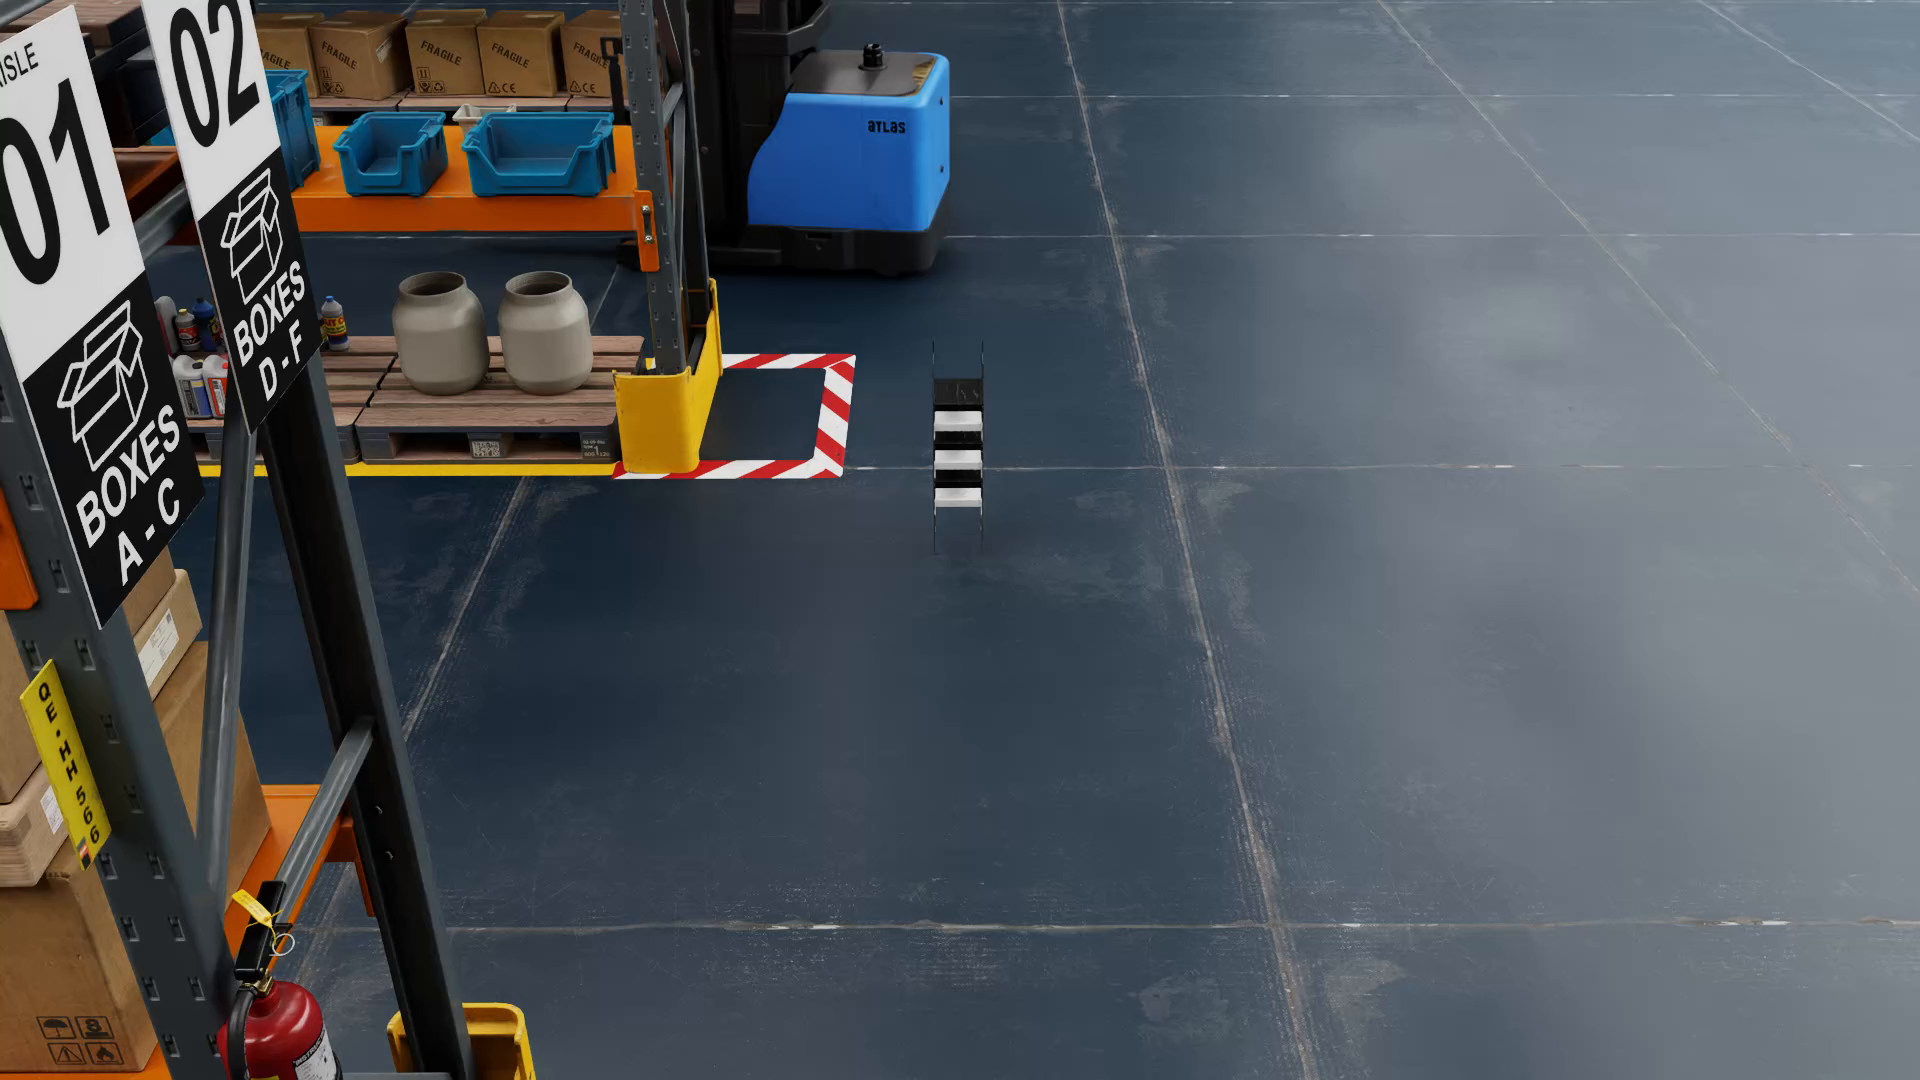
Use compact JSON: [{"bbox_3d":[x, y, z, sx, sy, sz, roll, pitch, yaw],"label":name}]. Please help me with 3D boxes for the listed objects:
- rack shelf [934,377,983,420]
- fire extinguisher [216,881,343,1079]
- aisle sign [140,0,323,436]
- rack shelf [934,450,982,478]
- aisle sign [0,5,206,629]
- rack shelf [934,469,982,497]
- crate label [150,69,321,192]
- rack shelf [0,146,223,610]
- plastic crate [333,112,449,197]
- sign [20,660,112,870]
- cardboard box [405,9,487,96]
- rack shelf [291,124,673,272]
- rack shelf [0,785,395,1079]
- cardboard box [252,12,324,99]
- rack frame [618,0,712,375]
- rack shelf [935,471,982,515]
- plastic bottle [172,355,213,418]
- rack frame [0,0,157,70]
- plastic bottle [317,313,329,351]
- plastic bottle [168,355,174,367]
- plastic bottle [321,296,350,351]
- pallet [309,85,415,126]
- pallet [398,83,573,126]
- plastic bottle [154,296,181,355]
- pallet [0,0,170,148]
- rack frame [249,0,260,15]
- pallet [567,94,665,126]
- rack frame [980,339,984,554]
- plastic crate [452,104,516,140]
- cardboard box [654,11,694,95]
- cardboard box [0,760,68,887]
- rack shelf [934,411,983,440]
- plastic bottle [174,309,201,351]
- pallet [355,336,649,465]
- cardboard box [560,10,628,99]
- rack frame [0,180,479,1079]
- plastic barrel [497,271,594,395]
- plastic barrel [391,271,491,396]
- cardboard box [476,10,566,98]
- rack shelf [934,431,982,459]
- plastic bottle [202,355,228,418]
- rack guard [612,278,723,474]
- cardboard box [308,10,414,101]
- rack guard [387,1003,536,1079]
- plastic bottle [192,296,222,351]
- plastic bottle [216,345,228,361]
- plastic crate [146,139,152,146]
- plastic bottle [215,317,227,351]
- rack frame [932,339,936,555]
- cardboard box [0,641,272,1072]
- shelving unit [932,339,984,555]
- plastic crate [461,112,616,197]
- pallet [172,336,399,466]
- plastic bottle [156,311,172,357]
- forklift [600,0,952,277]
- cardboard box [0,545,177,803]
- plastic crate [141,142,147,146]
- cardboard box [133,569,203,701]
[{"bbox_3d":[-0.008,-0.587,6.894,0.200,0.077,0.258,0,31,0],"label":"rack shelf"},{"bbox_3d":[-1.188,0.923,2.911,0.183,0.674,0.296,0,31,0],"label":"fire extinguisher"},{"bbox_3d":[-1.245,-0.621,2.876,0.004,0.787,0.394,0,31,0],"label":"aisle sign"},{"bbox_3d":[-0.008,-0.356,7.034,0.200,0.077,0.258,0,31,0],"label":"rack shelf"},{"bbox_3d":[-1.241,-0.310,2.363,0.004,0.787,0.394,0,31,0],"label":"aisle sign"},{"bbox_3d":[-0.008,-0.279,7.081,0.200,0.077,0.258,0,31,0],"label":"rack shelf"},{"bbox_3d":[-3.174,-1.789,7.273,0.616,0.435,0.502,0,31,0],"label":"crate label"},{"bbox_3d":[-3.309,-0.319,2.686,4.000,0.370,1.077,0,31,0],"label":"rack shelf"},{"bbox_3d":[-2.483,-1.700,7.304,0.408,0.251,0.499,0,31,0],"label":"plastic crate"},{"bbox_3d":[-1.319,0.335,2.462,0.005,0.325,0.100,0,31,0],"label":"sign"},{"bbox_3d":[-3.771,-3.616,12.323,0.500,0.500,0.500,-3,31,-5],"label":"cardboard box"},{"bbox_3d":[-3.335,-1.606,7.699,4.000,0.370,1.077,0,31,0],"label":"rack shelf"},{"bbox_3d":[-3.309,0.963,3.464,4.000,0.370,1.077,0,31,0],"label":"rack shelf"},{"bbox_3d":[-4.964,-3.568,12.244,0.500,0.500,0.500,-1,31,-2],"label":"cardboard box"},{"bbox_3d":[-1.335,-1.920,7.522,0.127,3.000,1.000,0,31,0],"label":"rack frame"},{"bbox_3d":[-0.008,-0.202,7.127,0.200,0.077,0.258,0,31,0],"label":"rack shelf"},{"bbox_3d":[-3.560,-0.723,7.752,0.135,0.276,0.152,-1,31,-2],"label":"plastic bottle"},{"bbox_3d":[-1.309,-1.915,1.731,0.127,3.000,1.000,0,31,0],"label":"rack frame"},{"bbox_3d":[-3.253,-1.067,8.391,0.097,0.201,0.097,0,31,0],"label":"plastic bottle"},{"bbox_3d":[-3.725,-0.753,7.728,0.185,0.351,0.144,1,31,2],"label":"plastic bottle"},{"bbox_3d":[-3.150,-1.097,8.373,0.097,0.271,0.097,0,31,0],"label":"plastic bottle"},{"bbox_3d":[-4.693,-3.305,12.493,1.213,0.211,1.003,0,31,0],"label":"pallet"},{"bbox_3d":[-3.470,-3.310,12.502,1.213,0.211,1.003,0,31,0],"label":"pallet"},{"bbox_3d":[-4.015,-1.082,8.344,0.135,0.276,0.152,0,31,1],"label":"plastic bottle"},{"bbox_3d":[-2.016,-0.606,2.551,1.213,0.211,1.003,0,31,0],"label":"pallet"},{"bbox_3d":[-5.365,-4.476,11.736,0.127,3.000,1.000,0,31,0],"label":"rack frame"},{"bbox_3d":[-2.253,-3.312,12.506,1.213,0.211,1.003,0,31,0],"label":"pallet"},{"bbox_3d":[0.094,-0.385,7.017,0.006,0.900,0.240,0,31,0],"label":"rack frame"},{"bbox_3d":[-2.232,-1.971,7.861,0.250,0.136,0.298,0,31,0],"label":"plastic crate"},{"bbox_3d":[-1.989,-3.607,12.307,0.500,0.500,0.500,5,32,9],"label":"cardboard box"},{"bbox_3d":[-1.690,0.430,2.929,0.250,0.149,0.380,-1,31,-1],"label":"cardboard box"},{"bbox_3d":[-0.008,-0.510,6.940,0.200,0.077,0.258,0,31,0],"label":"rack shelf"},{"bbox_3d":[-3.897,-1.065,8.387,0.097,0.201,0.097,0,31,0],"label":"plastic bottle"},{"bbox_3d":[-2.223,-0.703,8.206,1.213,0.211,1.003,0,31,0],"label":"pallet"},{"bbox_3d":[-2.587,-3.587,12.275,0.500,0.500,0.500,8,32,13],"label":"cardboard box"},{"bbox_3d":[-1.309,0.650,3.288,0.127,3.000,1.000,0,31,0],"label":"rack frame"},{"bbox_3d":[-1.992,-0.994,7.990,0.421,0.512,0.421,0,31,0],"label":"plastic barrel"},{"bbox_3d":[-2.494,-0.992,7.988,0.421,0.512,0.421,0,31,0],"label":"plastic barrel"},{"bbox_3d":[-3.213,-3.595,12.288,0.500,0.500,0.500,3,31,4],"label":"cardboard box"},{"bbox_3d":[-0.008,-0.433,6.987,0.200,0.077,0.258,0,31,0],"label":"rack shelf"},{"bbox_3d":[-3.421,-0.724,7.753,0.135,0.276,0.152,0,31,0],"label":"plastic bottle"},{"bbox_3d":[-1.410,-0.826,8.130,0.348,0.500,1.175,0,31,0],"label":"rack guard"},{"bbox_3d":[-4.392,-3.574,12.253,0.500,0.500,0.500,10,33,15],"label":"cardboard box"},{"bbox_3d":[-1.285,1.718,3.936,0.348,0.500,1.175,0,31,0],"label":"rack guard"},{"bbox_3d":[-3.795,-1.095,8.370,0.097,0.271,0.097,0,31,0],"label":"plastic bottle"},{"bbox_3d":[-3.422,-0.782,7.842,0.133,0.283,0.061,0,31,0],"label":"plastic bottle"},{"bbox_3d":[-3.712,-1.931,7.795,0.437,0.136,0.530,0,31,0],"label":"plastic crate"},{"bbox_3d":[-3.692,-1.066,8.388,0.097,0.201,0.097,0,31,0],"label":"plastic bottle"},{"bbox_3d":[-0.110,-0.384,7.016,0.006,0.900,0.240,0,31,0],"label":"rack frame"},{"bbox_3d":[-1.776,0.602,3.270,0.500,0.500,0.700,0,31,0],"label":"cardboard box"},{"bbox_3d":[-0.008,-0.385,7.017,0.210,0.900,0.258,0,31,0],"label":"shelving unit"},{"bbox_3d":[-1.833,-1.699,7.303,0.616,0.251,0.499,0,31,0],"label":"plastic crate"},{"bbox_3d":[-3.440,-0.701,8.202,1.213,0.211,1.003,0,31,0],"label":"pallet"},{"bbox_3d":[-4.014,-1.030,8.251,0.133,0.283,0.061,0,31,0],"label":"plastic bottle"},{"bbox_3d":[-1.609,-3.124,9.573,3.031,2.935,1.130,4,31,7],"label":"forklift"},{"bbox_3d":[-1.828,0.047,2.933,0.500,0.500,0.700,0,31,0],"label":"cardboard box"},{"bbox_3d":[-3.976,-1.675,7.322,0.662,0.188,0.450,0,31,0],"label":"plastic crate"},{"bbox_3d":[-1.702,0.219,3.276,0.250,0.149,0.380,0,31,-1],"label":"cardboard box"}]
